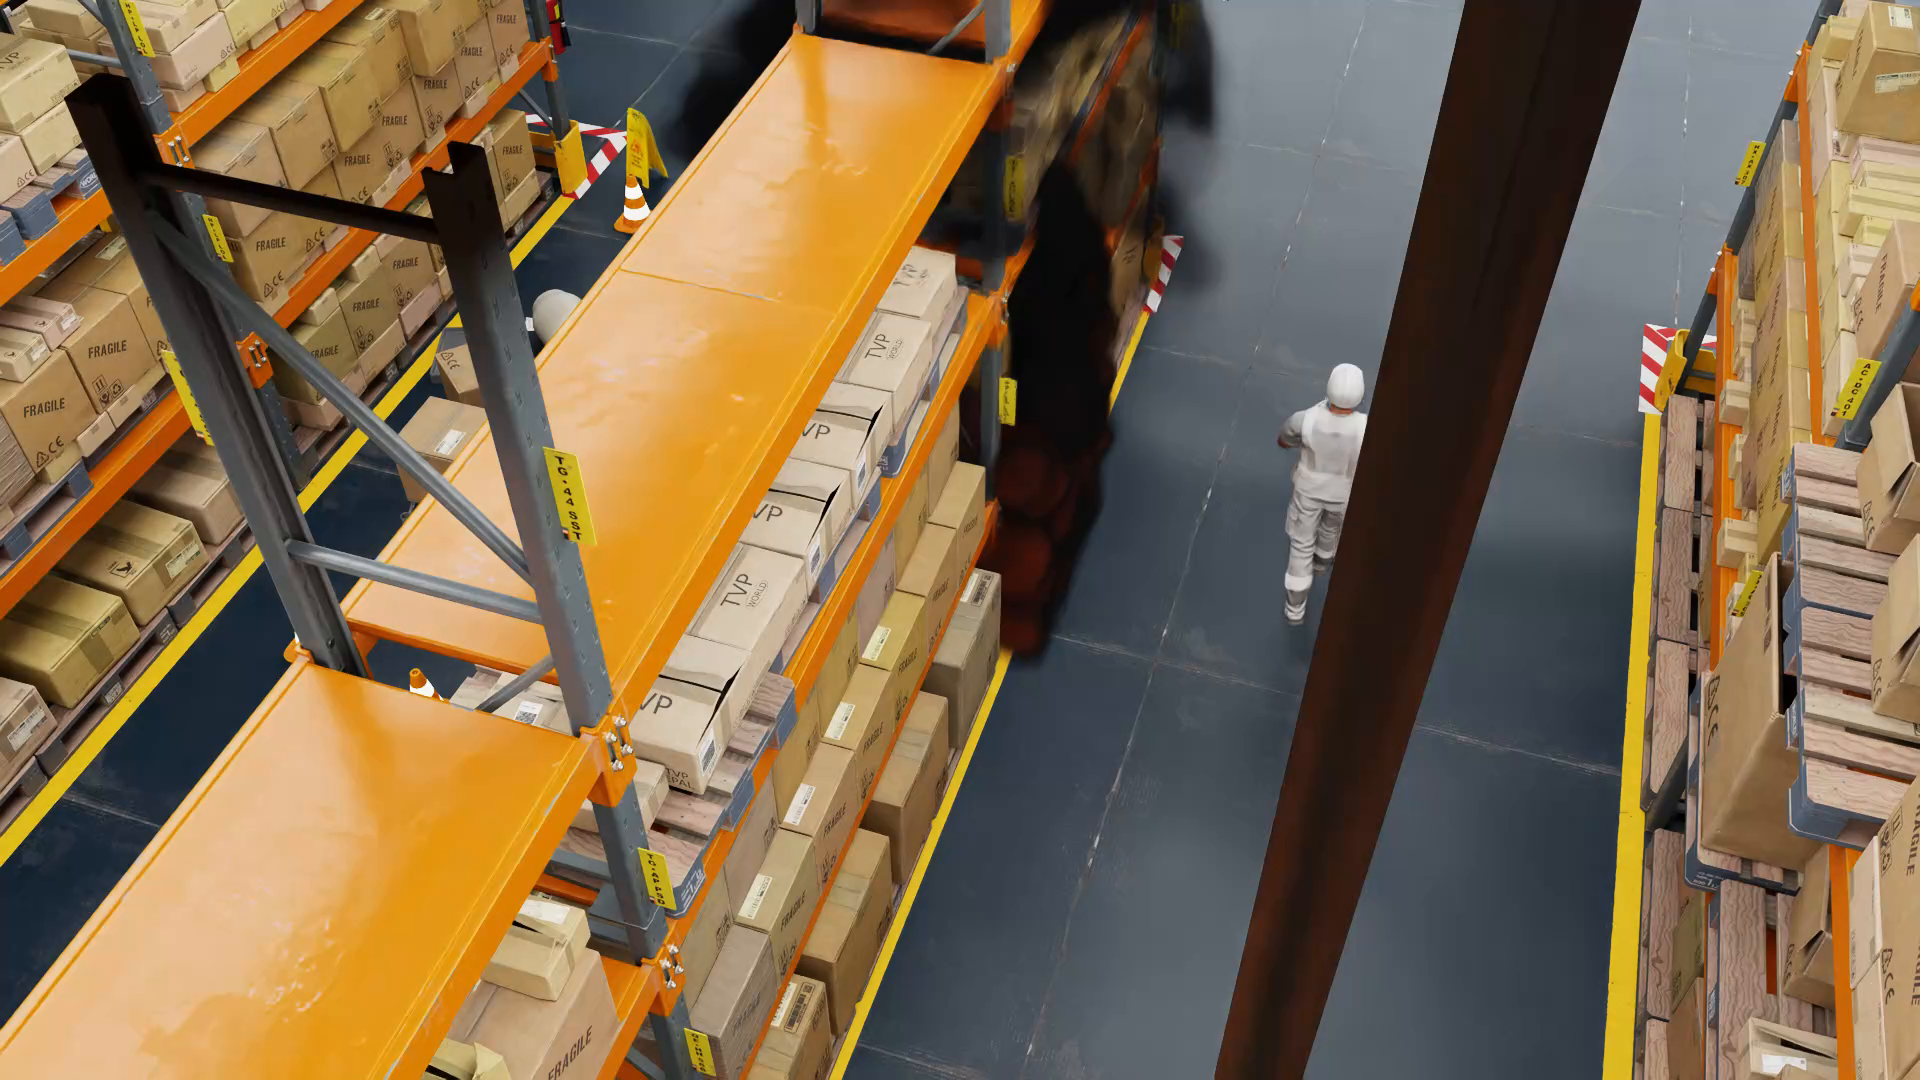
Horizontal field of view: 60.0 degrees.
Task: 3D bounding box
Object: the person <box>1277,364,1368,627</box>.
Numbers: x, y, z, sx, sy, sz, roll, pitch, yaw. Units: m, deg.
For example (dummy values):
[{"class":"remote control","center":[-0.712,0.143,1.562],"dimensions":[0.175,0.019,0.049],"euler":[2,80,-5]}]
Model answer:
[{"class":"person","center":[2.141,-0.291,9.734],"dimensions":[0.657,1.836,0.806],"euler":[6,46,6]}]
